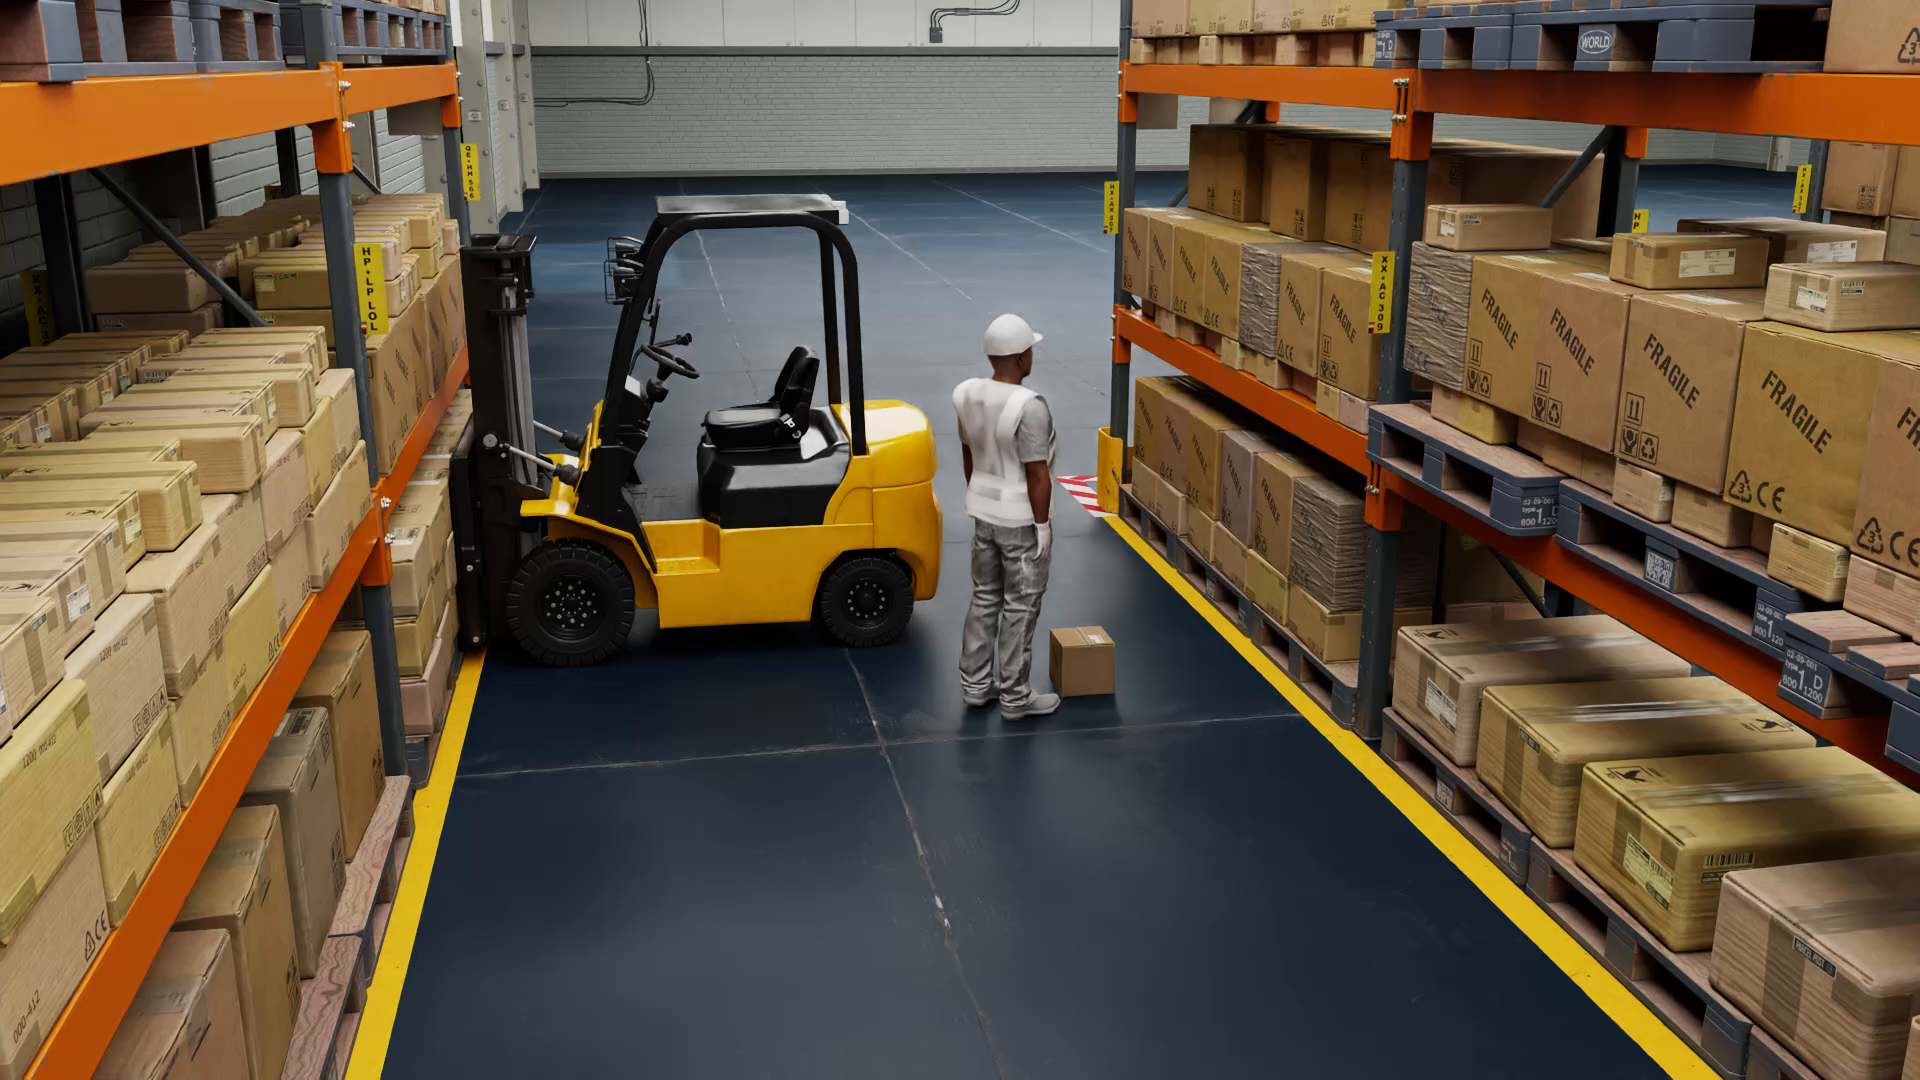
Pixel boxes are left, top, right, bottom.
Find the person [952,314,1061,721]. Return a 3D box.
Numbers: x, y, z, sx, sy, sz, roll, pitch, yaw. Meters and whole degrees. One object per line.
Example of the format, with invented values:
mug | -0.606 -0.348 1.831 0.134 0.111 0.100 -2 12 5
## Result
person | 0.227 -0.094 7.311 0.371 1.804 0.560 -12 20 -37
